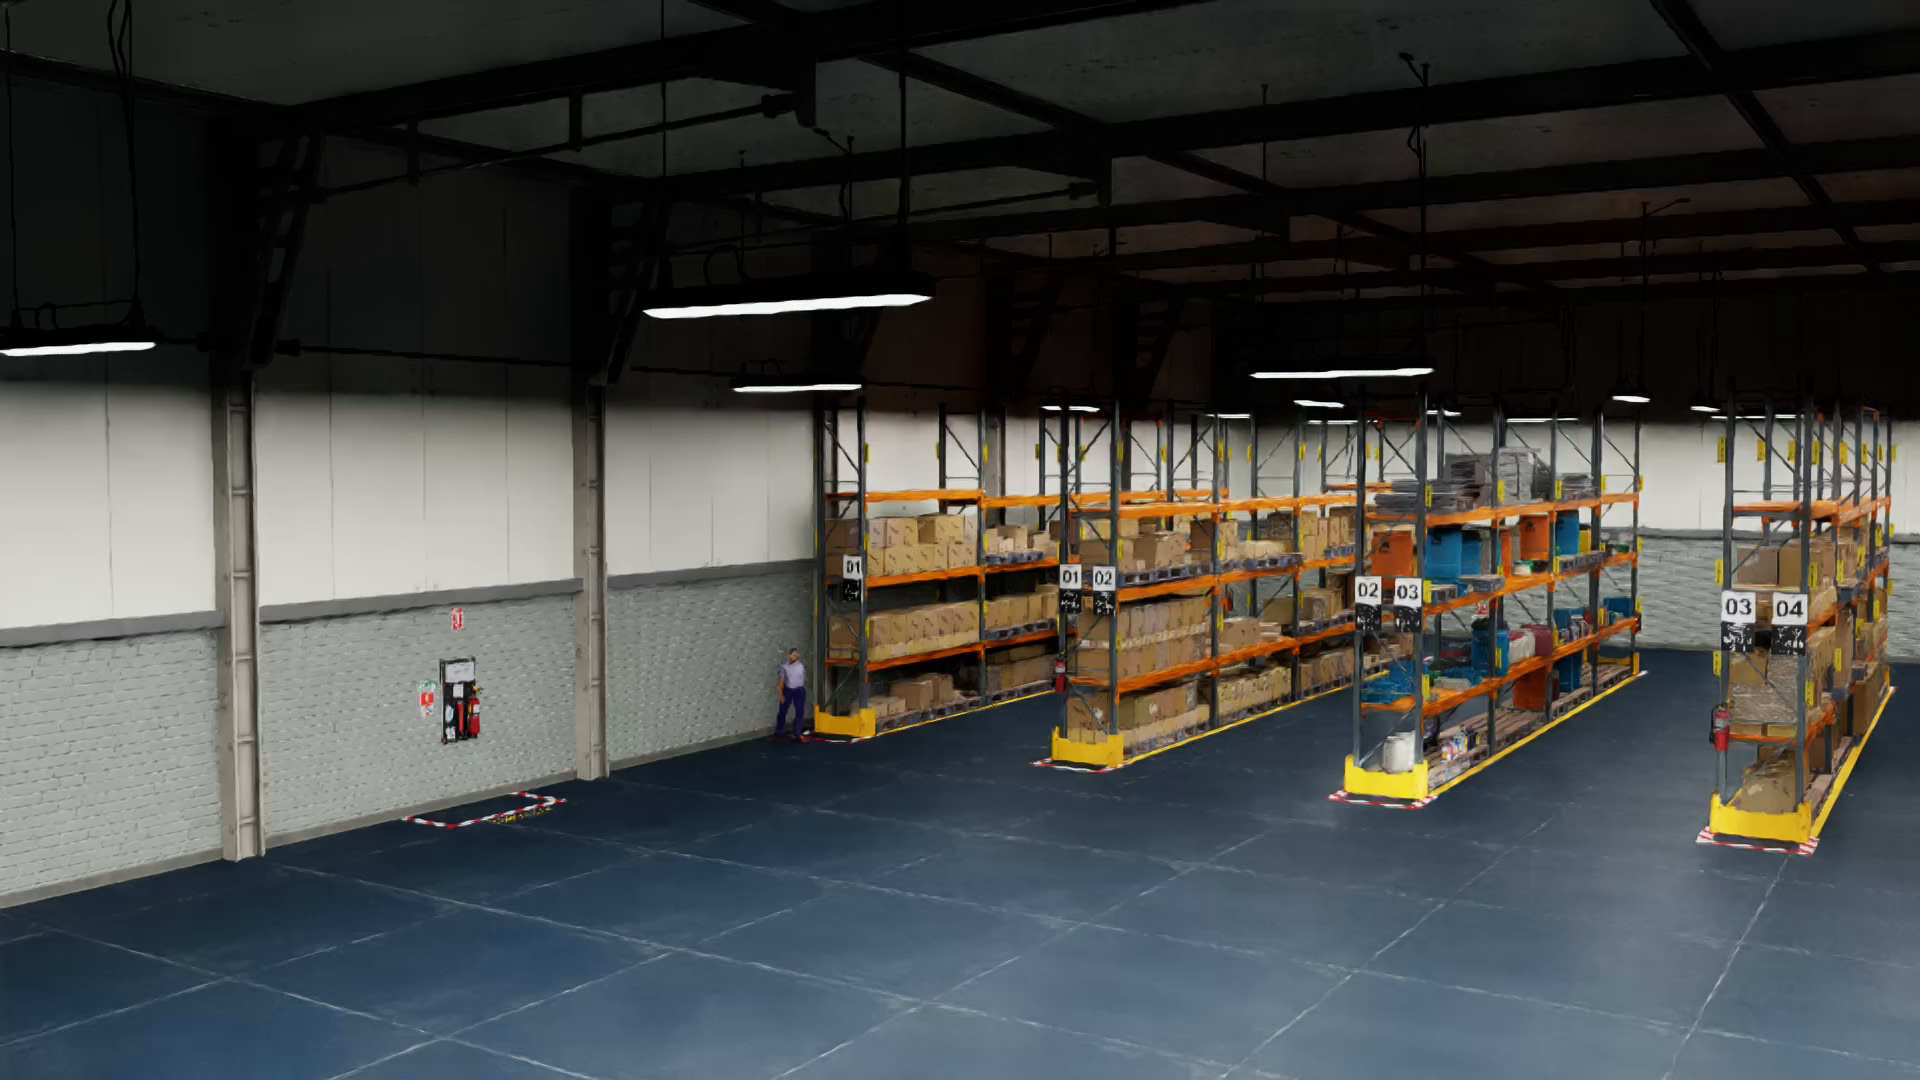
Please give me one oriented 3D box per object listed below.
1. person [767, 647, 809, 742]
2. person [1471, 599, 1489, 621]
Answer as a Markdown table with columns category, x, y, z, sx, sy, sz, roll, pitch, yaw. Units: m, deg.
| category | x | y | z | sx | sy | sz | roll | pitch | yaw |
| --- | --- | --- | --- | --- | --- | --- | --- | --- | --- |
| person | -2.987 | 2.676 | 28.776 | 0.686 | 1.647 | 0.466 | -1 | 3 | -21 |
| person | 13.110 | 1.931 | 41.748 | 0.712 | 1.786 | 0.551 | 0 | 3 | 3 |
